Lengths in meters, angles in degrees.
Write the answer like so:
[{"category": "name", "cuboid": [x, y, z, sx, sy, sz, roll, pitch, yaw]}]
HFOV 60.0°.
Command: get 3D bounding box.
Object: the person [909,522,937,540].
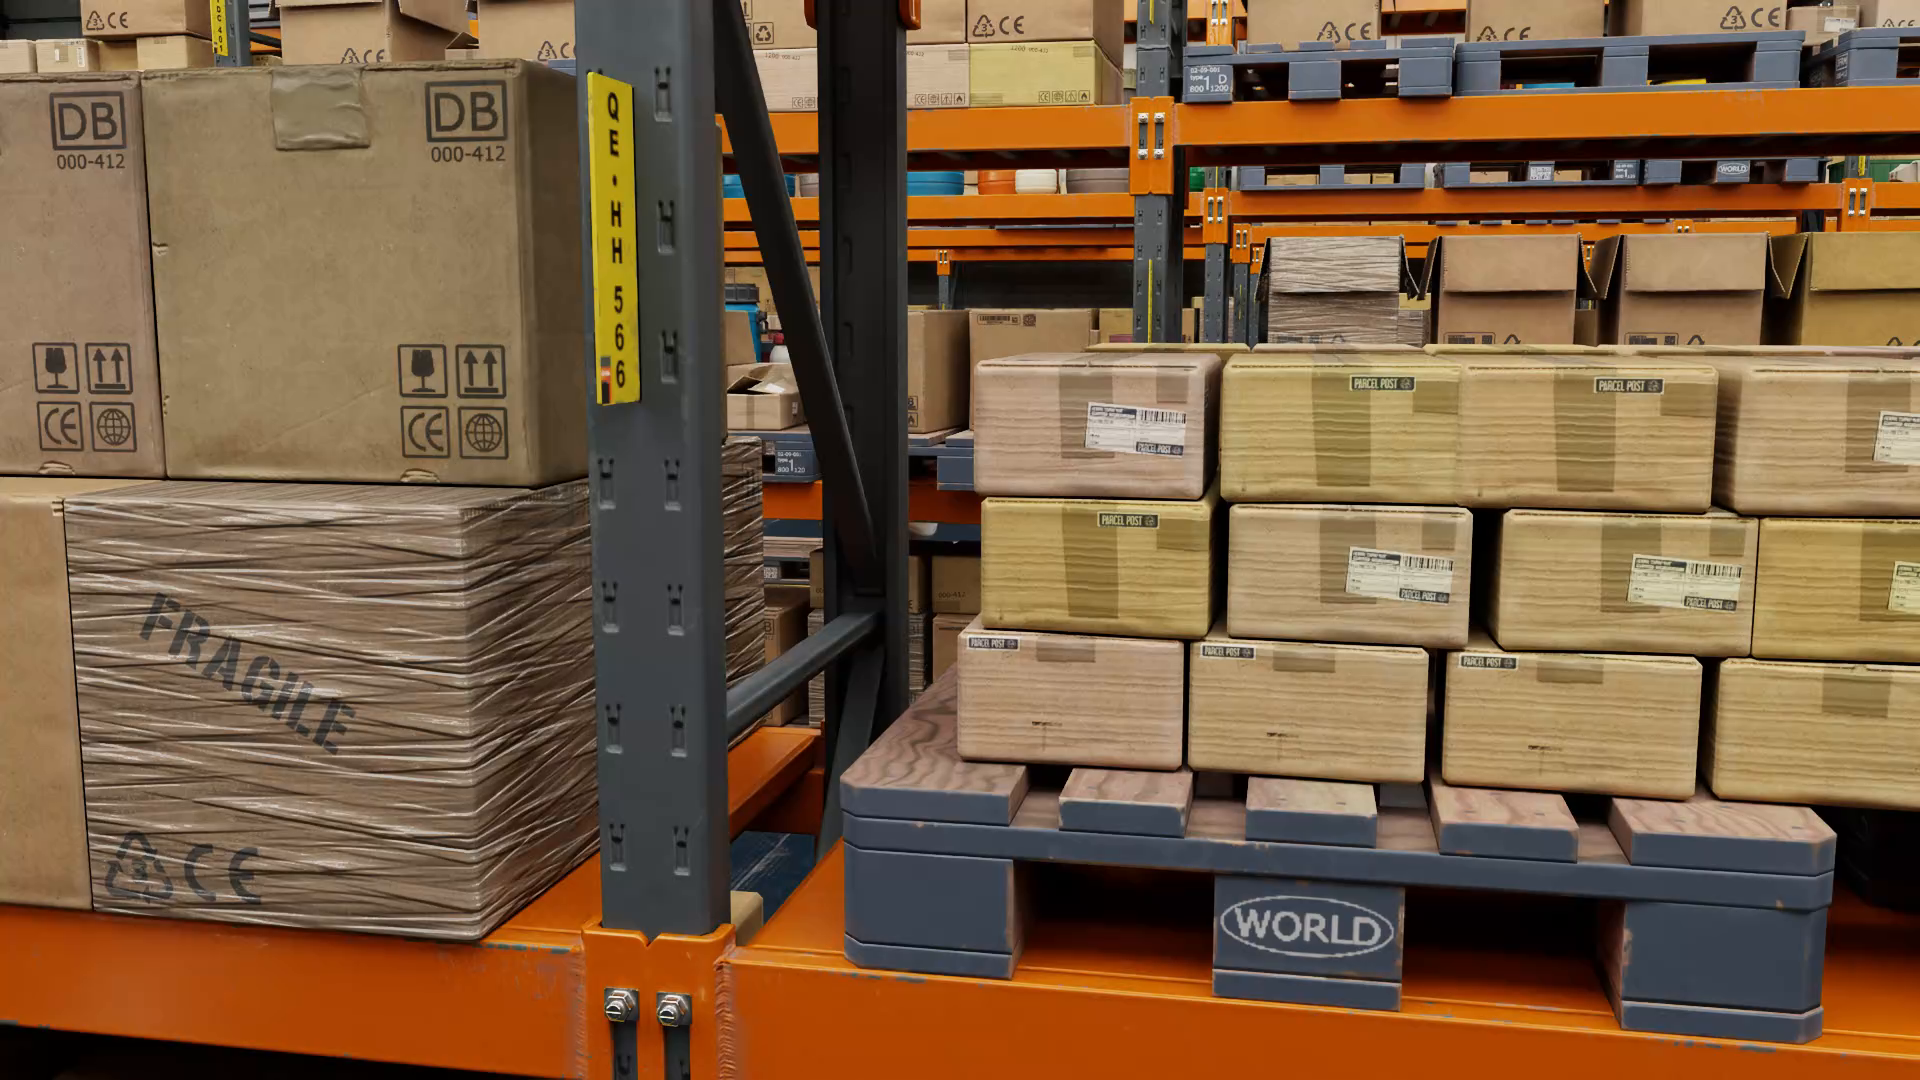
[{"category": "person", "cuboid": [-0.337, -0.070, 8.755, 0.460, 1.759, 0.630, 1, 8, 8]}]
